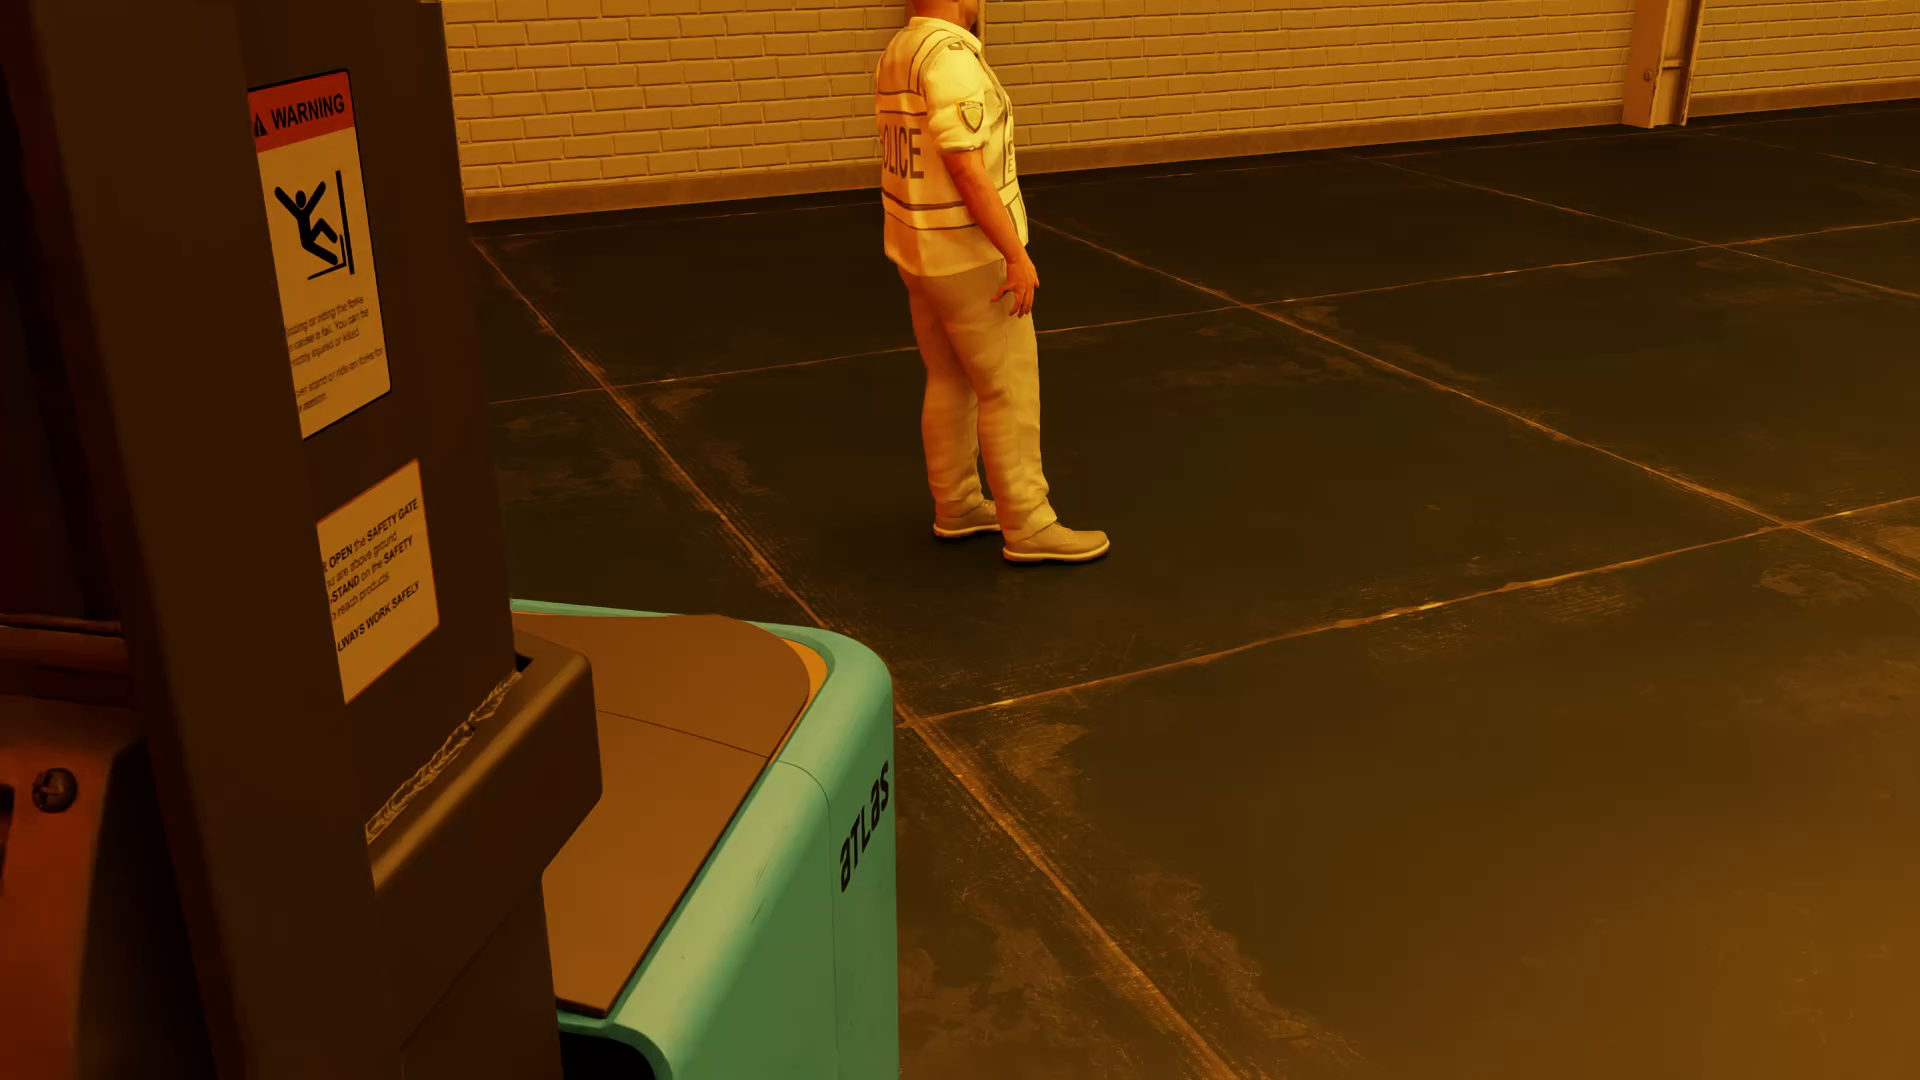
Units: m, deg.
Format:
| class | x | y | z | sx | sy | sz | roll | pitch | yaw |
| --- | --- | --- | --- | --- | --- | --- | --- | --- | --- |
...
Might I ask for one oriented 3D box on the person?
| class | x | y | z | sx | sy | sz | roll | pitch | yaw |
| --- | --- | --- | --- | --- | --- | --- | --- | --- | --- |
| person | 0.075 | -0.836 | 4.783 | 0.575 | 1.777 | 0.640 | -10 | 25 | -23 |
